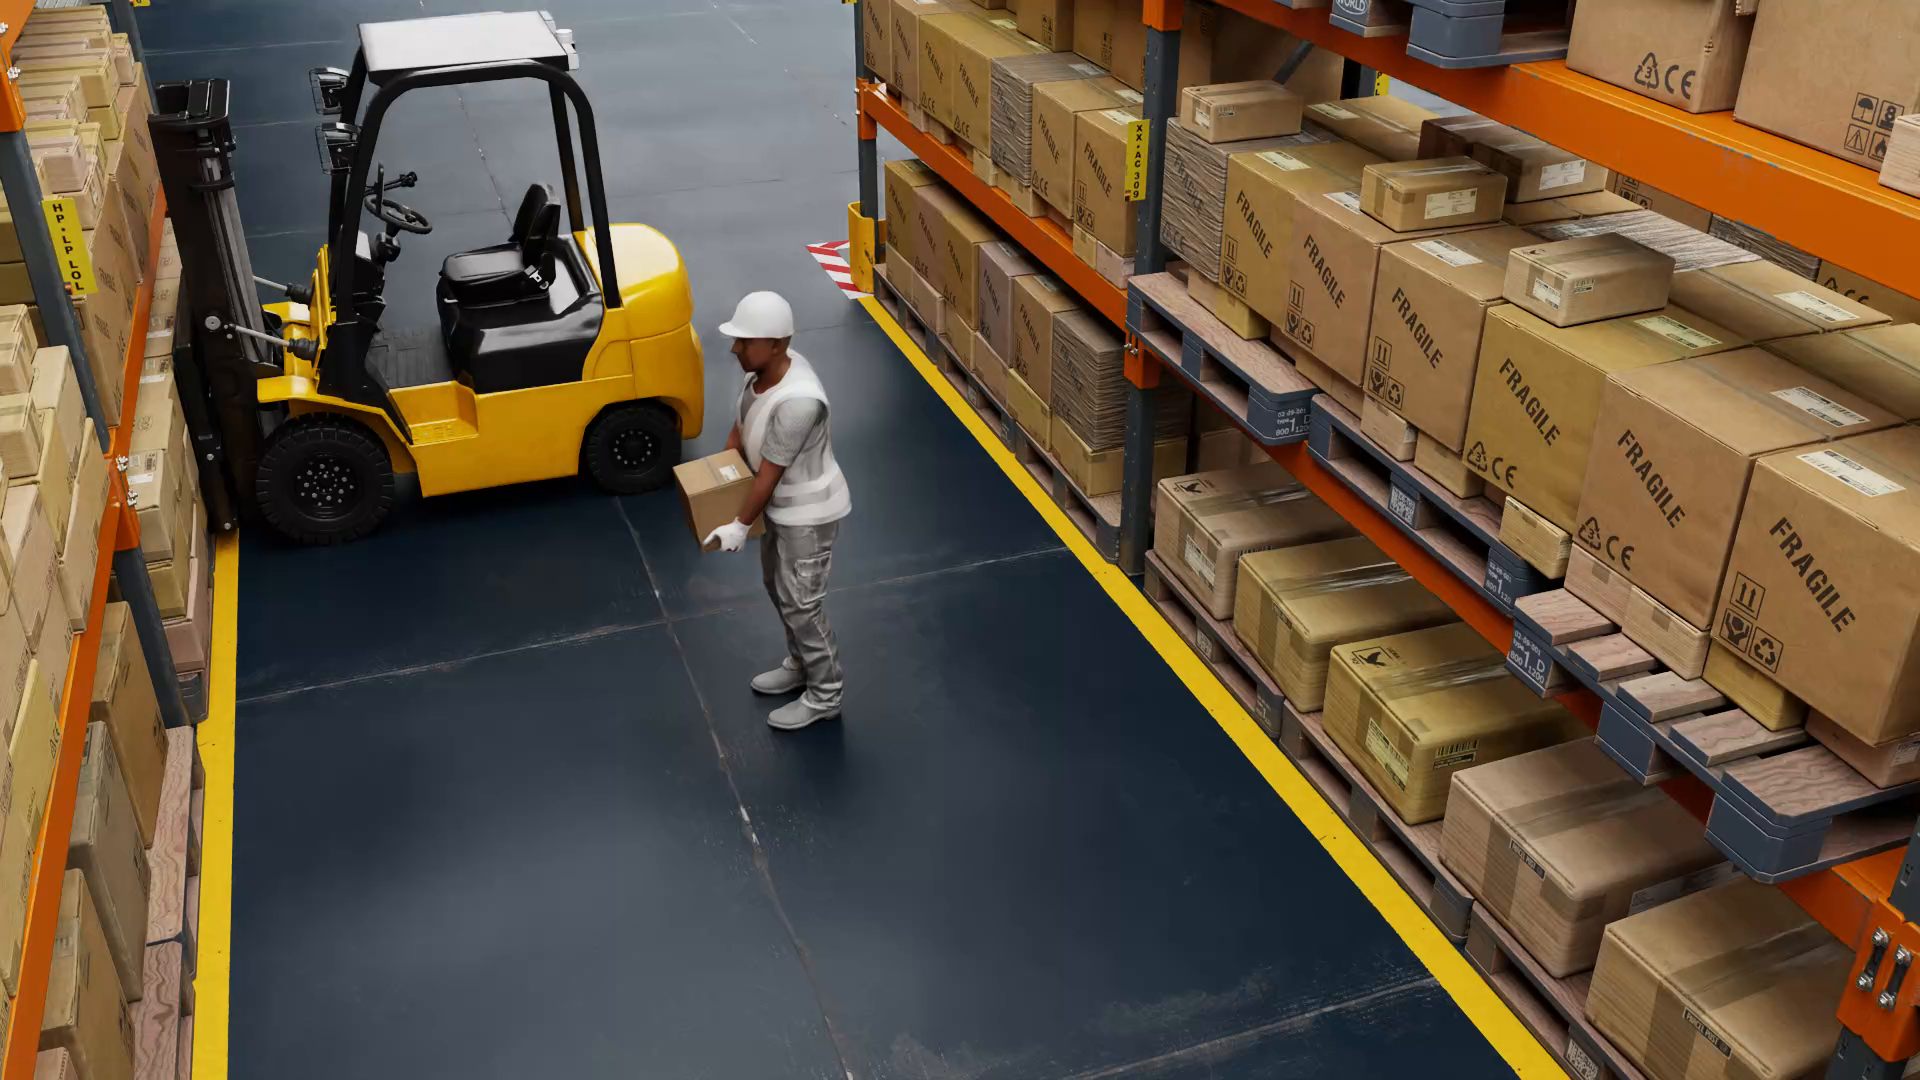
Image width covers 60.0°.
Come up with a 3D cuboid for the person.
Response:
[{"bbox_3d":[-0.712,-0.098,6.288,0.588,1.773,0.492,-11,31,-18],"label":"person"}]
